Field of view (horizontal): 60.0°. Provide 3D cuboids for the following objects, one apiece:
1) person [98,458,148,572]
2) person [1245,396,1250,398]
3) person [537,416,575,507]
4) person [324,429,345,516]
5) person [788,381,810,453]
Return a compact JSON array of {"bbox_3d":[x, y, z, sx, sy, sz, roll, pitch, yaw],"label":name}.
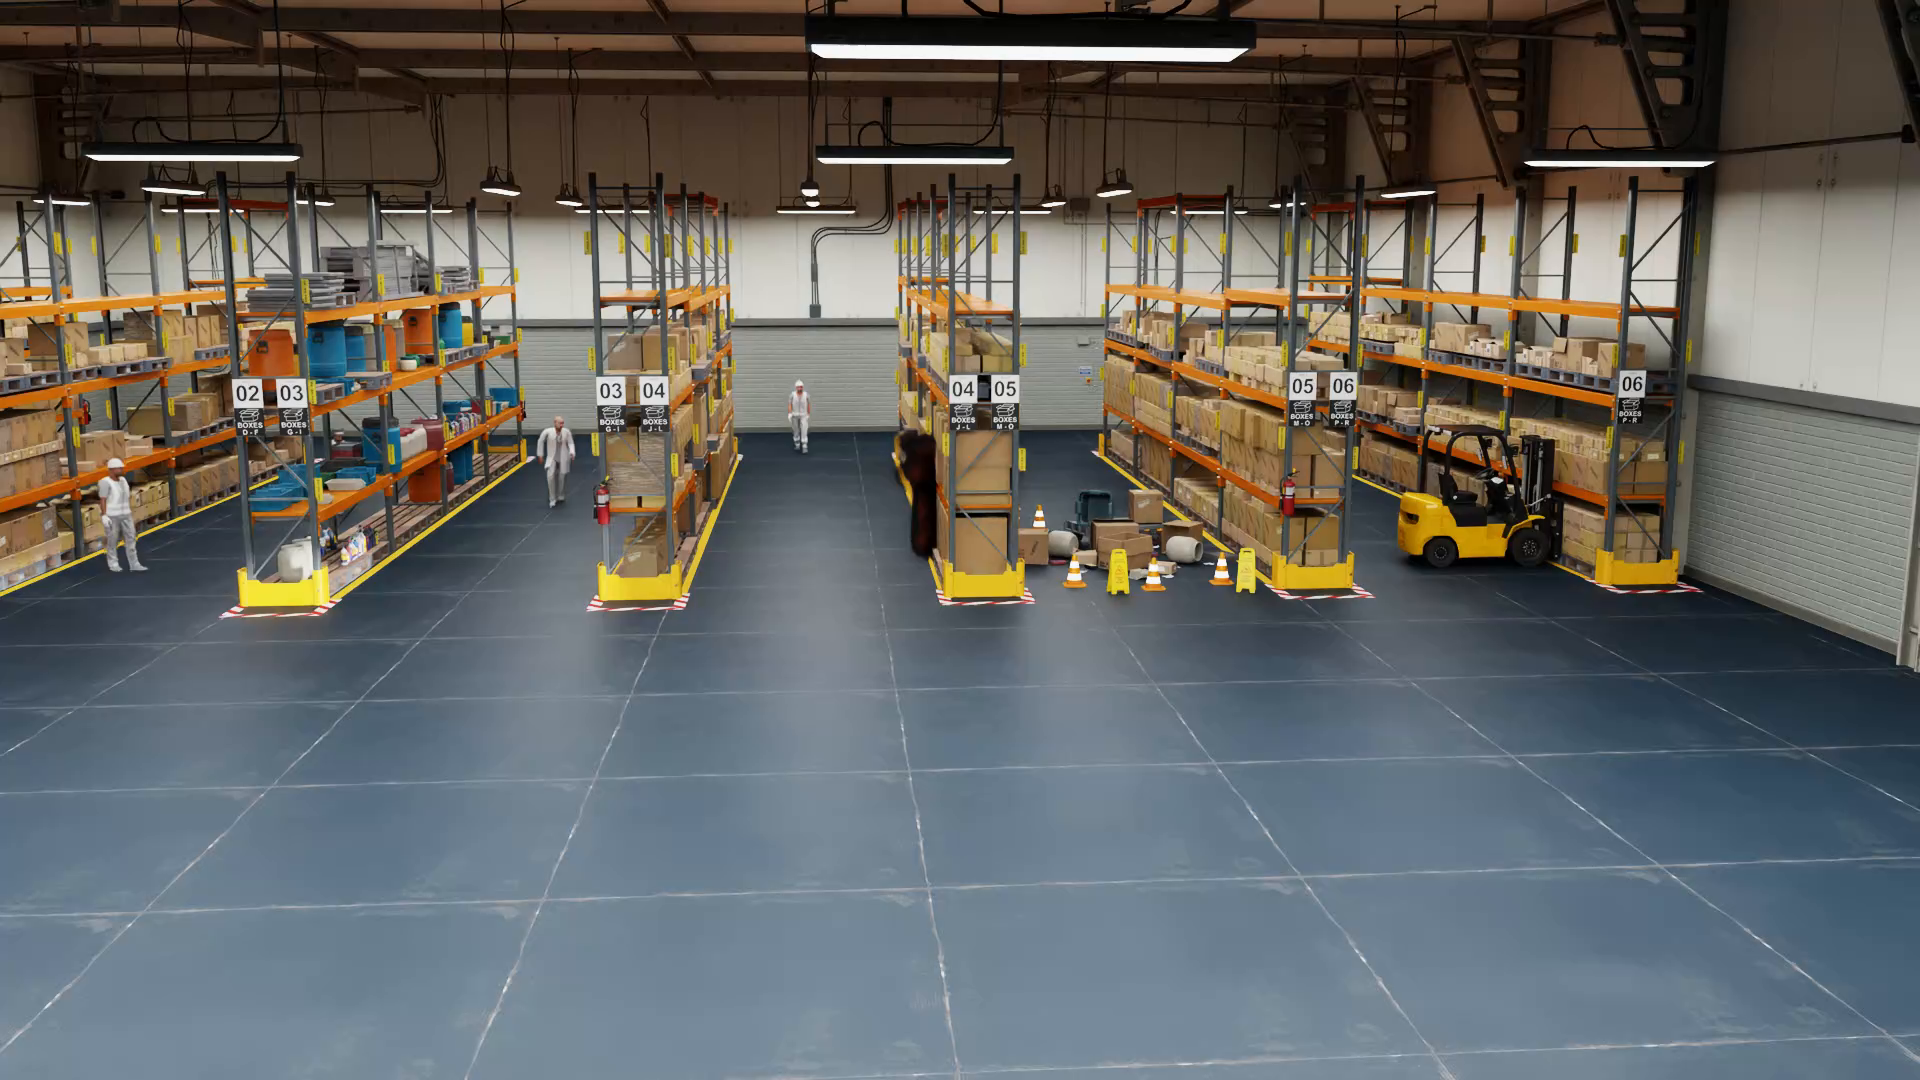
[{"bbox_3d":[-13.032,-0.371,25.738,0.600,1.783,0.571,6,12,31],"label":"person"},{"bbox_3d":[6.306,-2.319,36.643,0.386,1.784,0.605,-1,10,-5],"label":"person"},{"bbox_3d":[-7.923,-1.480,32.667,0.756,1.691,0.935,-1,10,-6],"label":"person"},{"bbox_3d":[-11.712,-1.304,31.398,0.424,1.627,0.928,0,10,2],"label":"person"},{"bbox_3d":[-3.931,-3.029,40.727,0.559,1.741,0.969,-1,10,-7],"label":"person"}]
